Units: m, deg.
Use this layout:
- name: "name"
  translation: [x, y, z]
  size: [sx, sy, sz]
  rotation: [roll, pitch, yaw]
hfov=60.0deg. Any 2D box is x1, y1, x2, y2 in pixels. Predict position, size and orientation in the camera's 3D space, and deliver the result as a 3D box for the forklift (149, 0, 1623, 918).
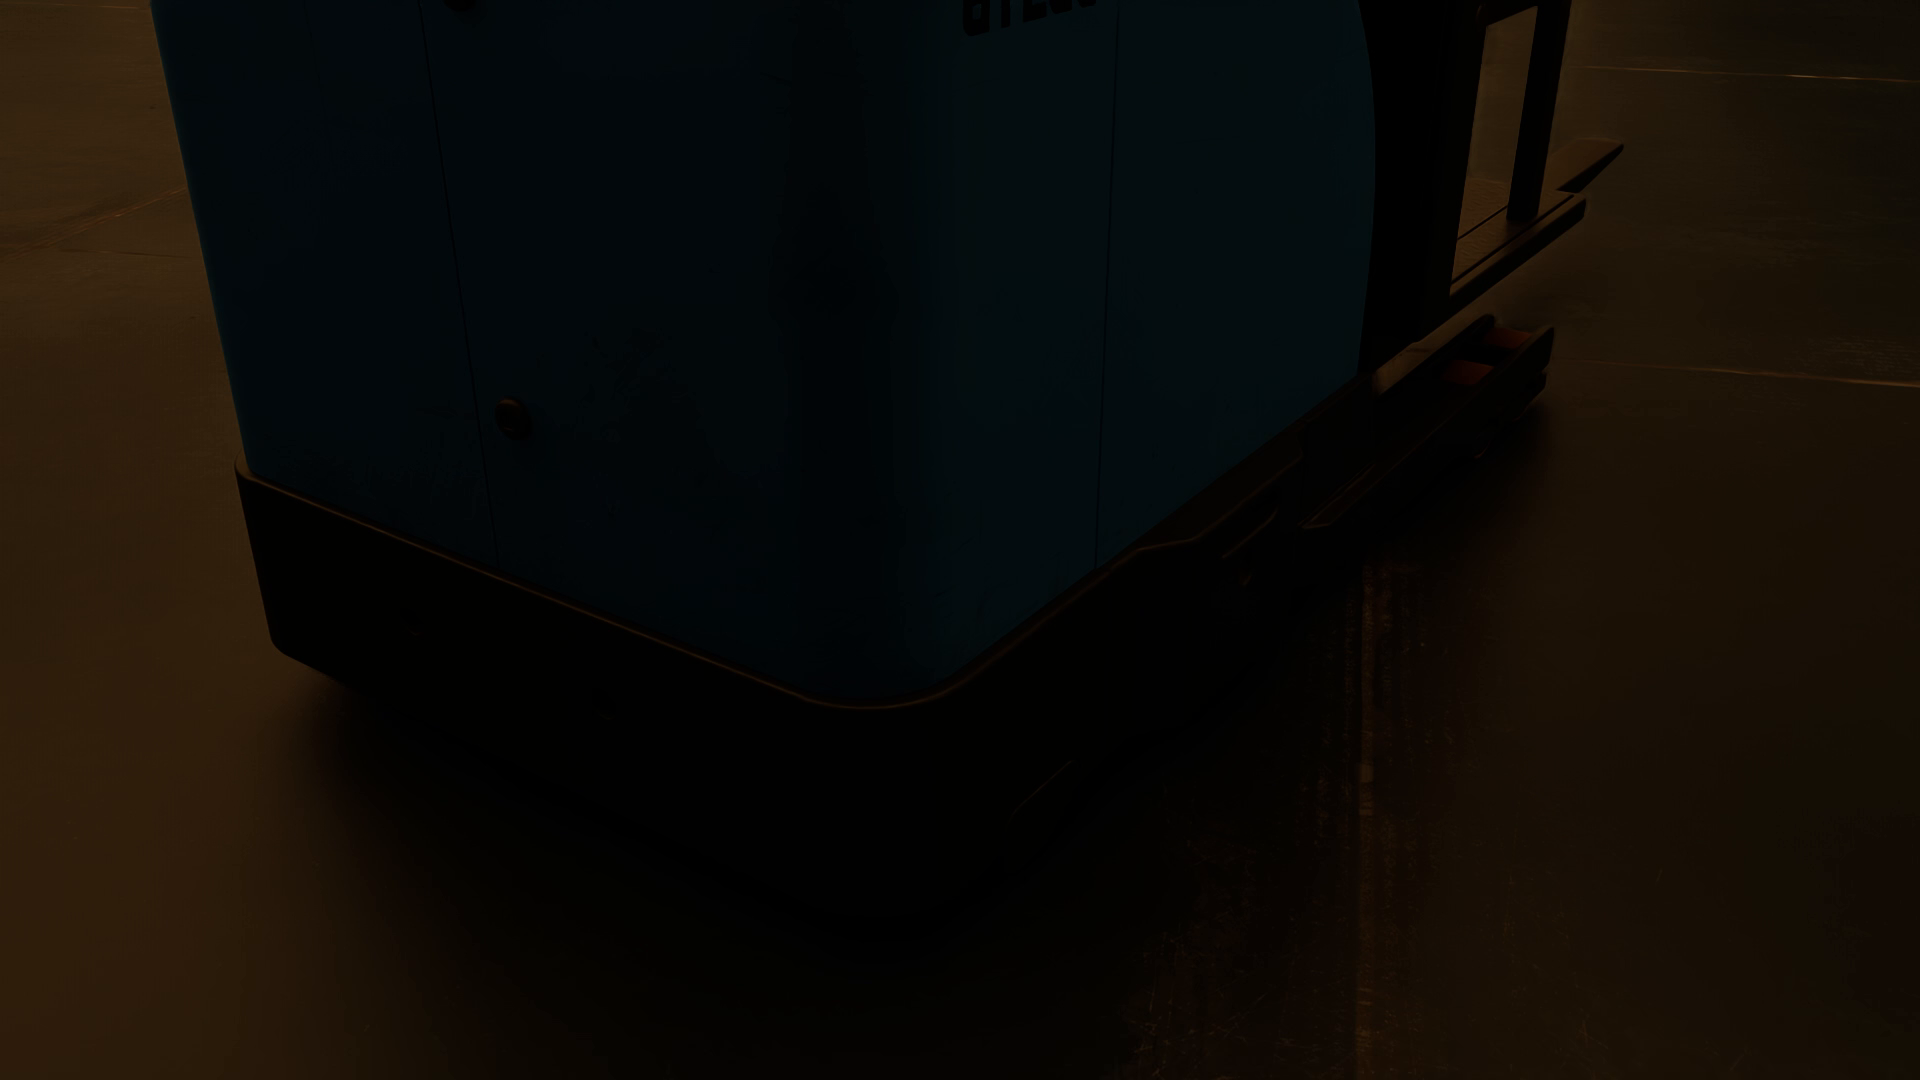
- name: "forklift"
  translation: [0.378, -1.552, 2.323]
  size: [1.130, 2.935, 3.031]
  rotation: [17, 32, 31]
